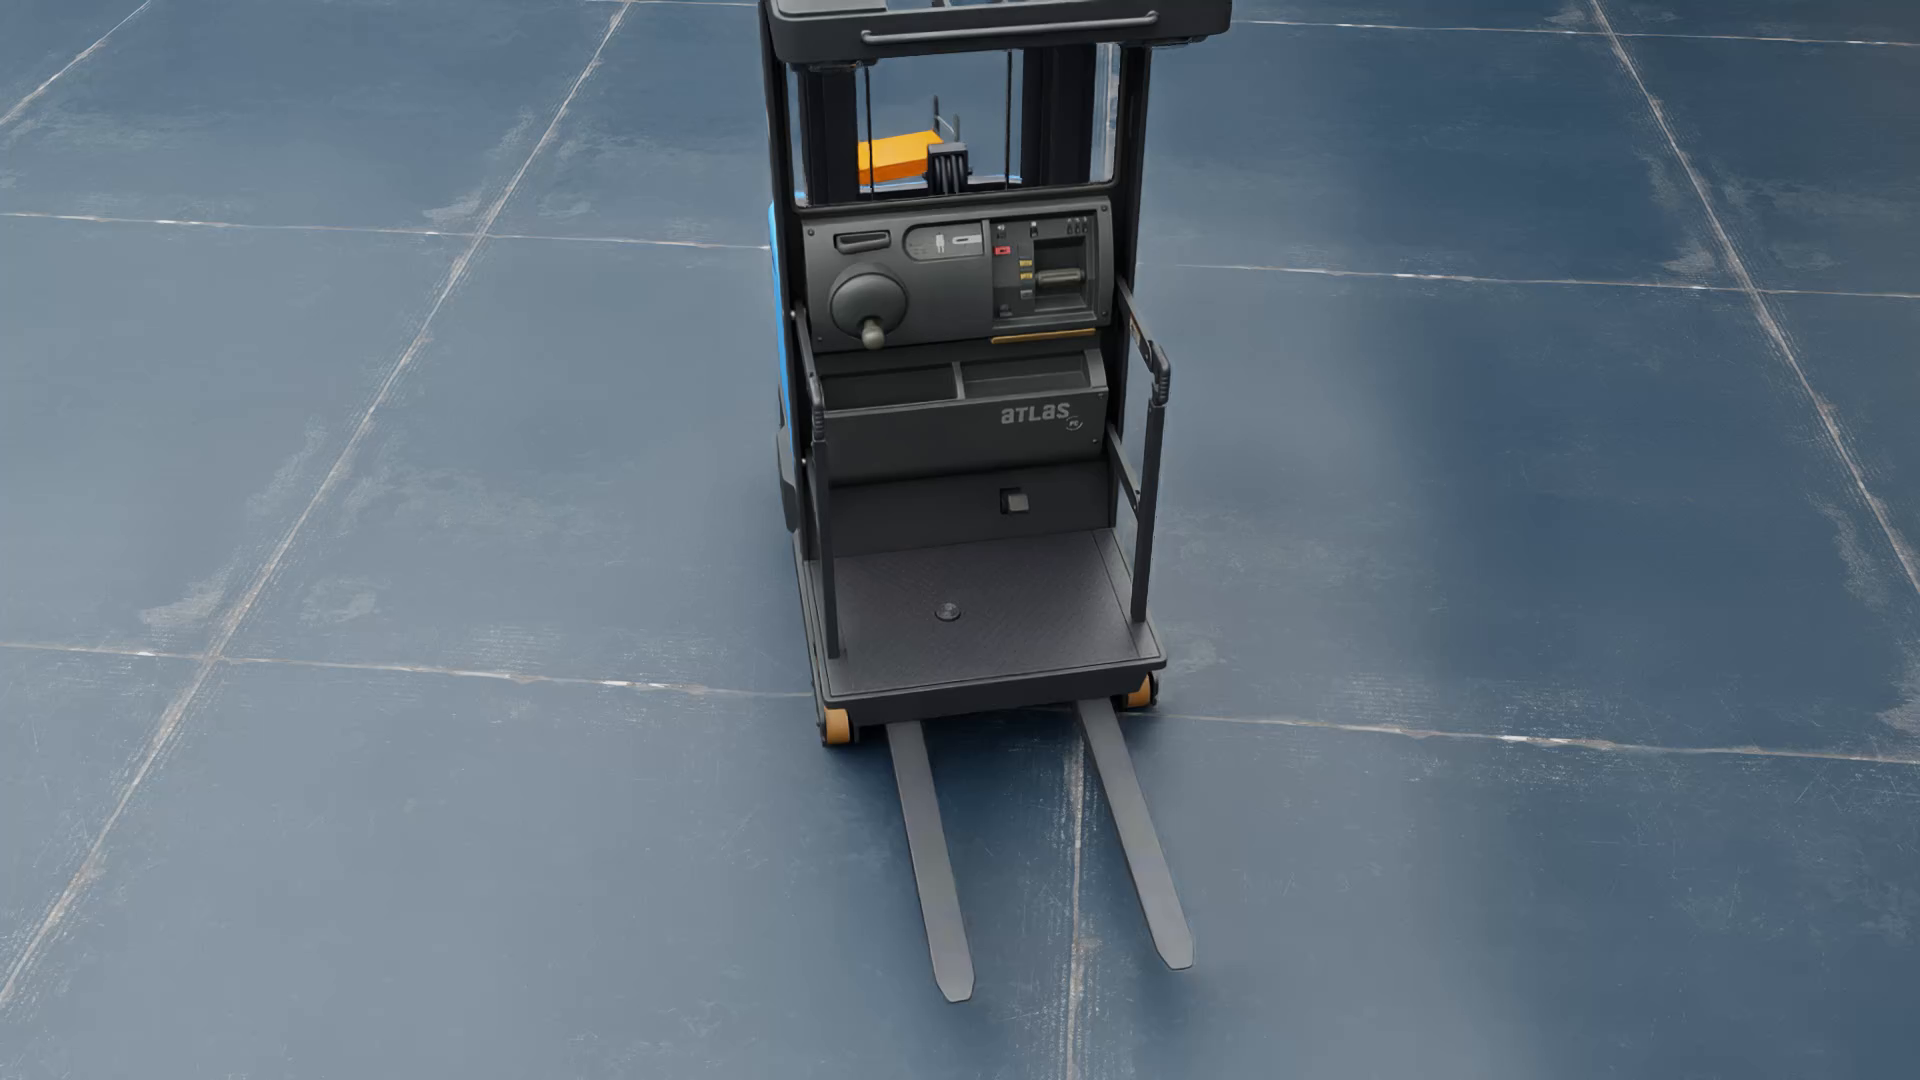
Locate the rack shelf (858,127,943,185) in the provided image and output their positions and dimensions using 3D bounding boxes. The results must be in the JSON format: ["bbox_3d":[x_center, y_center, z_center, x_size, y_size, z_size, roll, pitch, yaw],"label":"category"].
[{"bbox_3d":[-0.276,-1.448,6.446,0.480,0.148,0.258,-14,38,-16],"label":"rack shelf"}]

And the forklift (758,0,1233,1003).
[{"bbox_3d":[0.041,-0.719,4.812,1.130,2.935,3.031,-6,40,-8],"label":"forklift"}]

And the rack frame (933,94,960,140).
[{"bbox_3d":[-0.041,-1.187,6.747,0.015,1.200,0.240,-14,38,-16],"label":"rack frame"}]

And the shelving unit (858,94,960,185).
[{"bbox_3d":[-0.268,-1.131,6.678,0.503,1.200,0.258,-14,38,-16],"label":"shelving unit"}]
